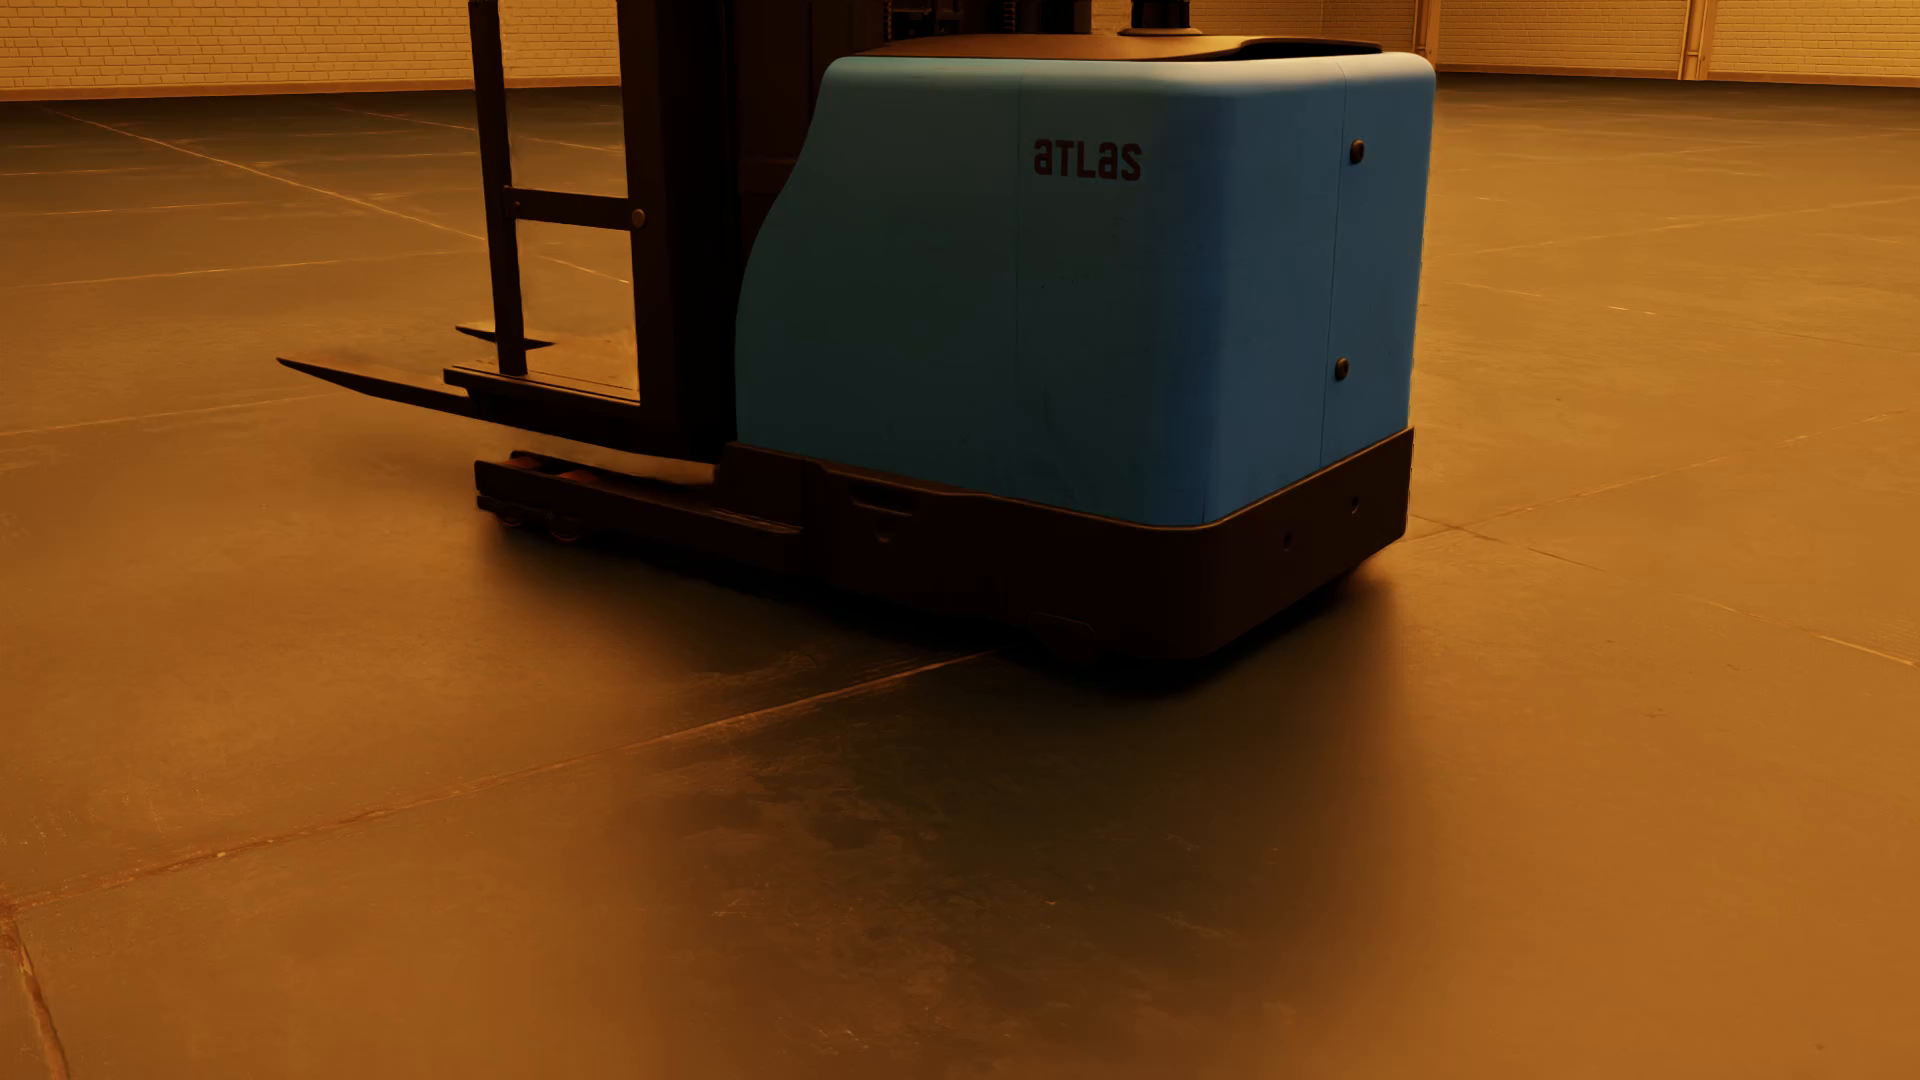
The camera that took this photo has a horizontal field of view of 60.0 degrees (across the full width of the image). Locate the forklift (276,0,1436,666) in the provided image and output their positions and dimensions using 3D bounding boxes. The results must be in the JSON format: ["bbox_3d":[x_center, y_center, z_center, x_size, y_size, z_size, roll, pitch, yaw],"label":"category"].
[{"bbox_3d":[-0.515,-1.505,3.702,3.031,2.935,1.130,13,22,35],"label":"forklift"}]
